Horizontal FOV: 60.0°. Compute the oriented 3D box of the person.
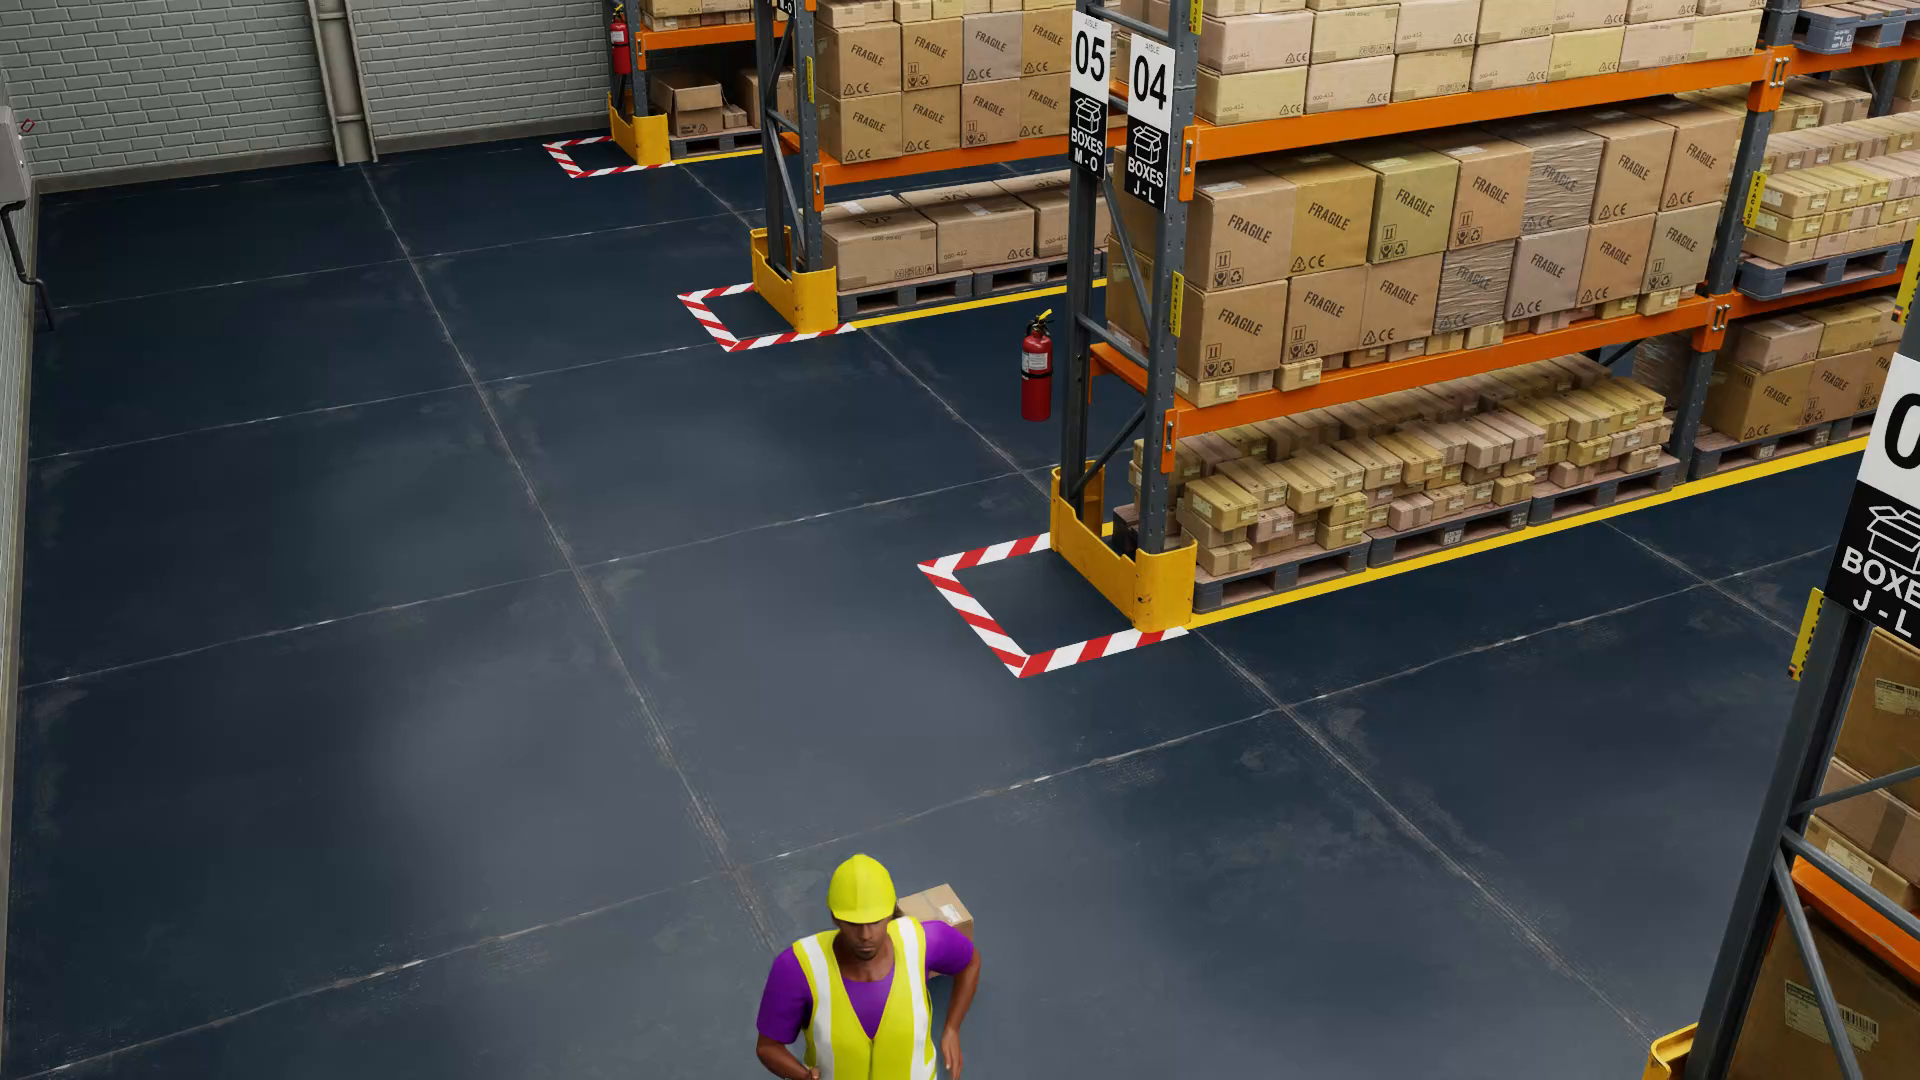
[{"bbox_3d":[-0.270,1.800,5.189,0.706,1.766,0.749,-1,29,-2],"label":"person"}]
